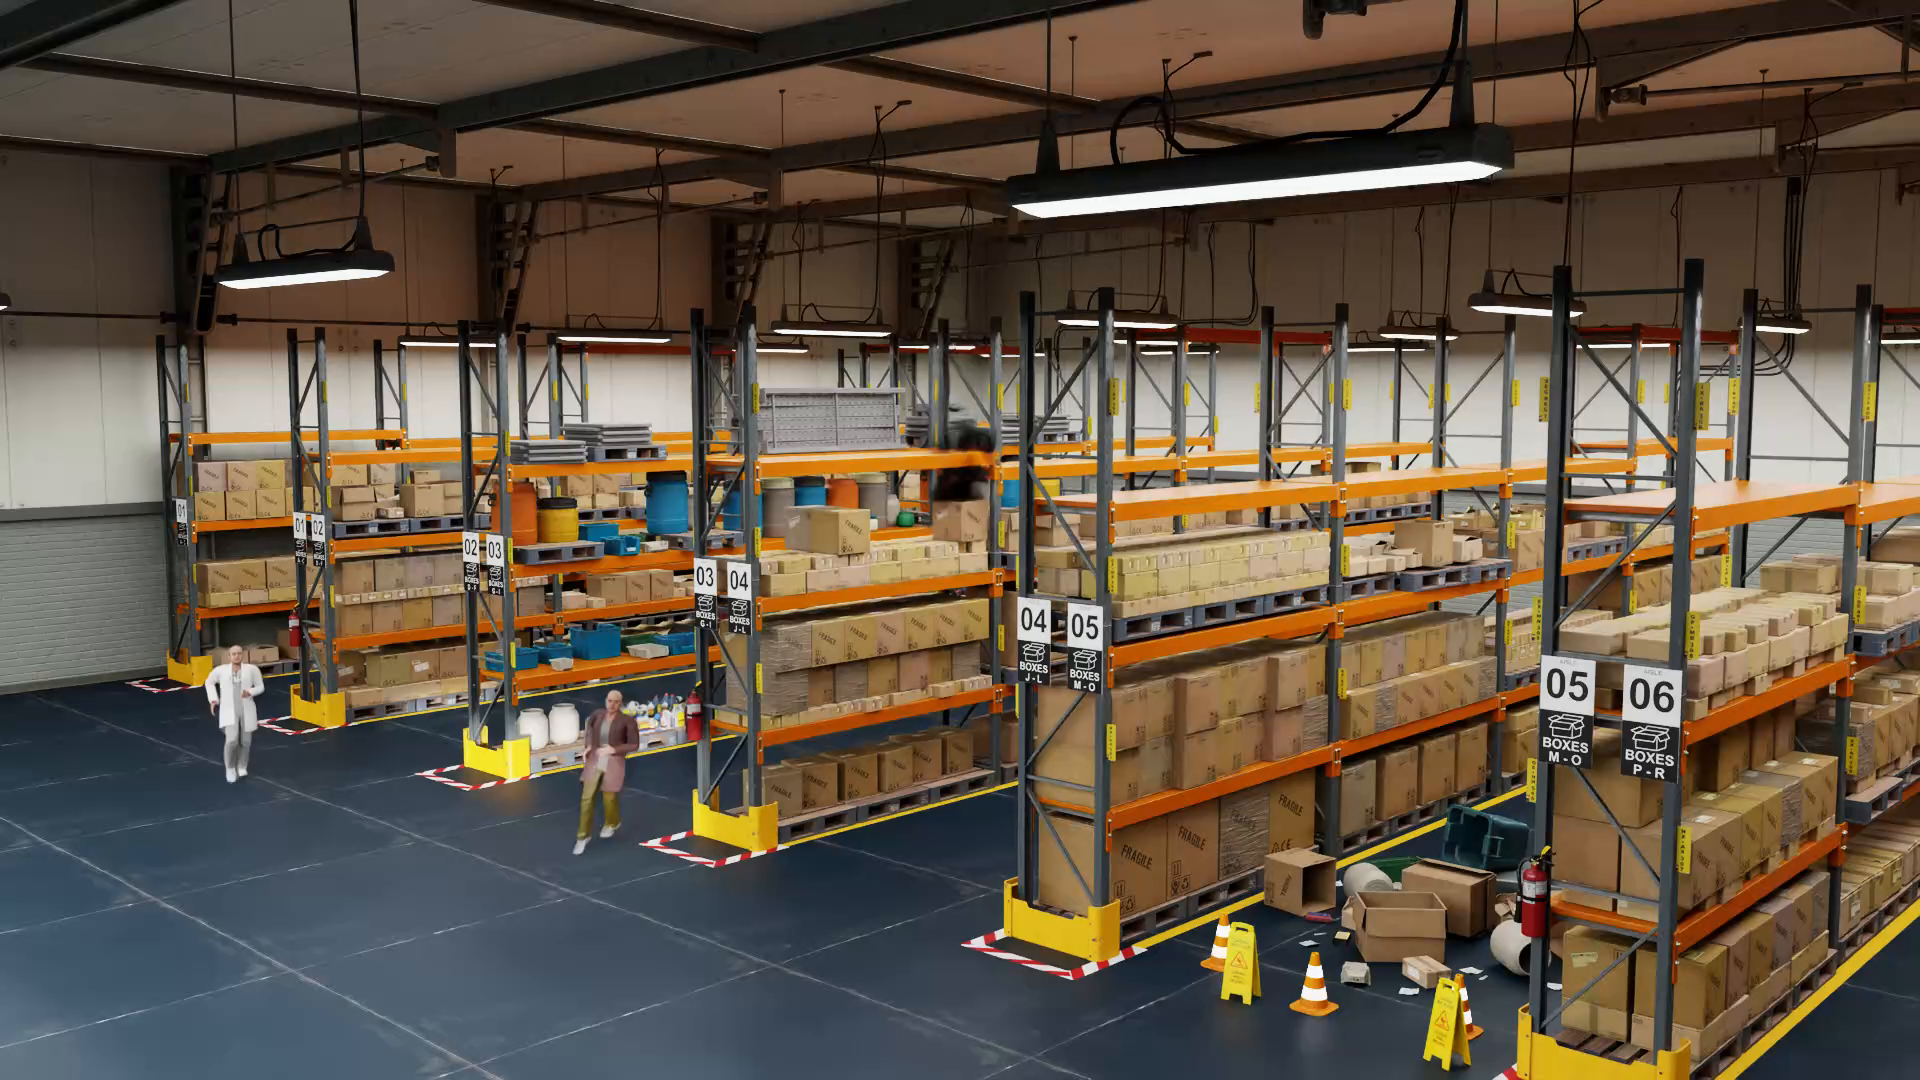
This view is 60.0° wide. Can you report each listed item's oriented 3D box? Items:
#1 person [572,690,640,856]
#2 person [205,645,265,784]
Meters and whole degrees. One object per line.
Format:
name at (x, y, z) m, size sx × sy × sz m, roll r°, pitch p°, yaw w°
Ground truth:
person at (-3.886, 2.609, 18.570) m, size 0.709 × 1.710 × 0.896 m, roll 1°, pitch 5°, yaw 8°
person at (-9.382, 2.260, 21.585) m, size 0.676 × 1.785 × 0.756 m, roll -3°, pitch 6°, yaw -30°
